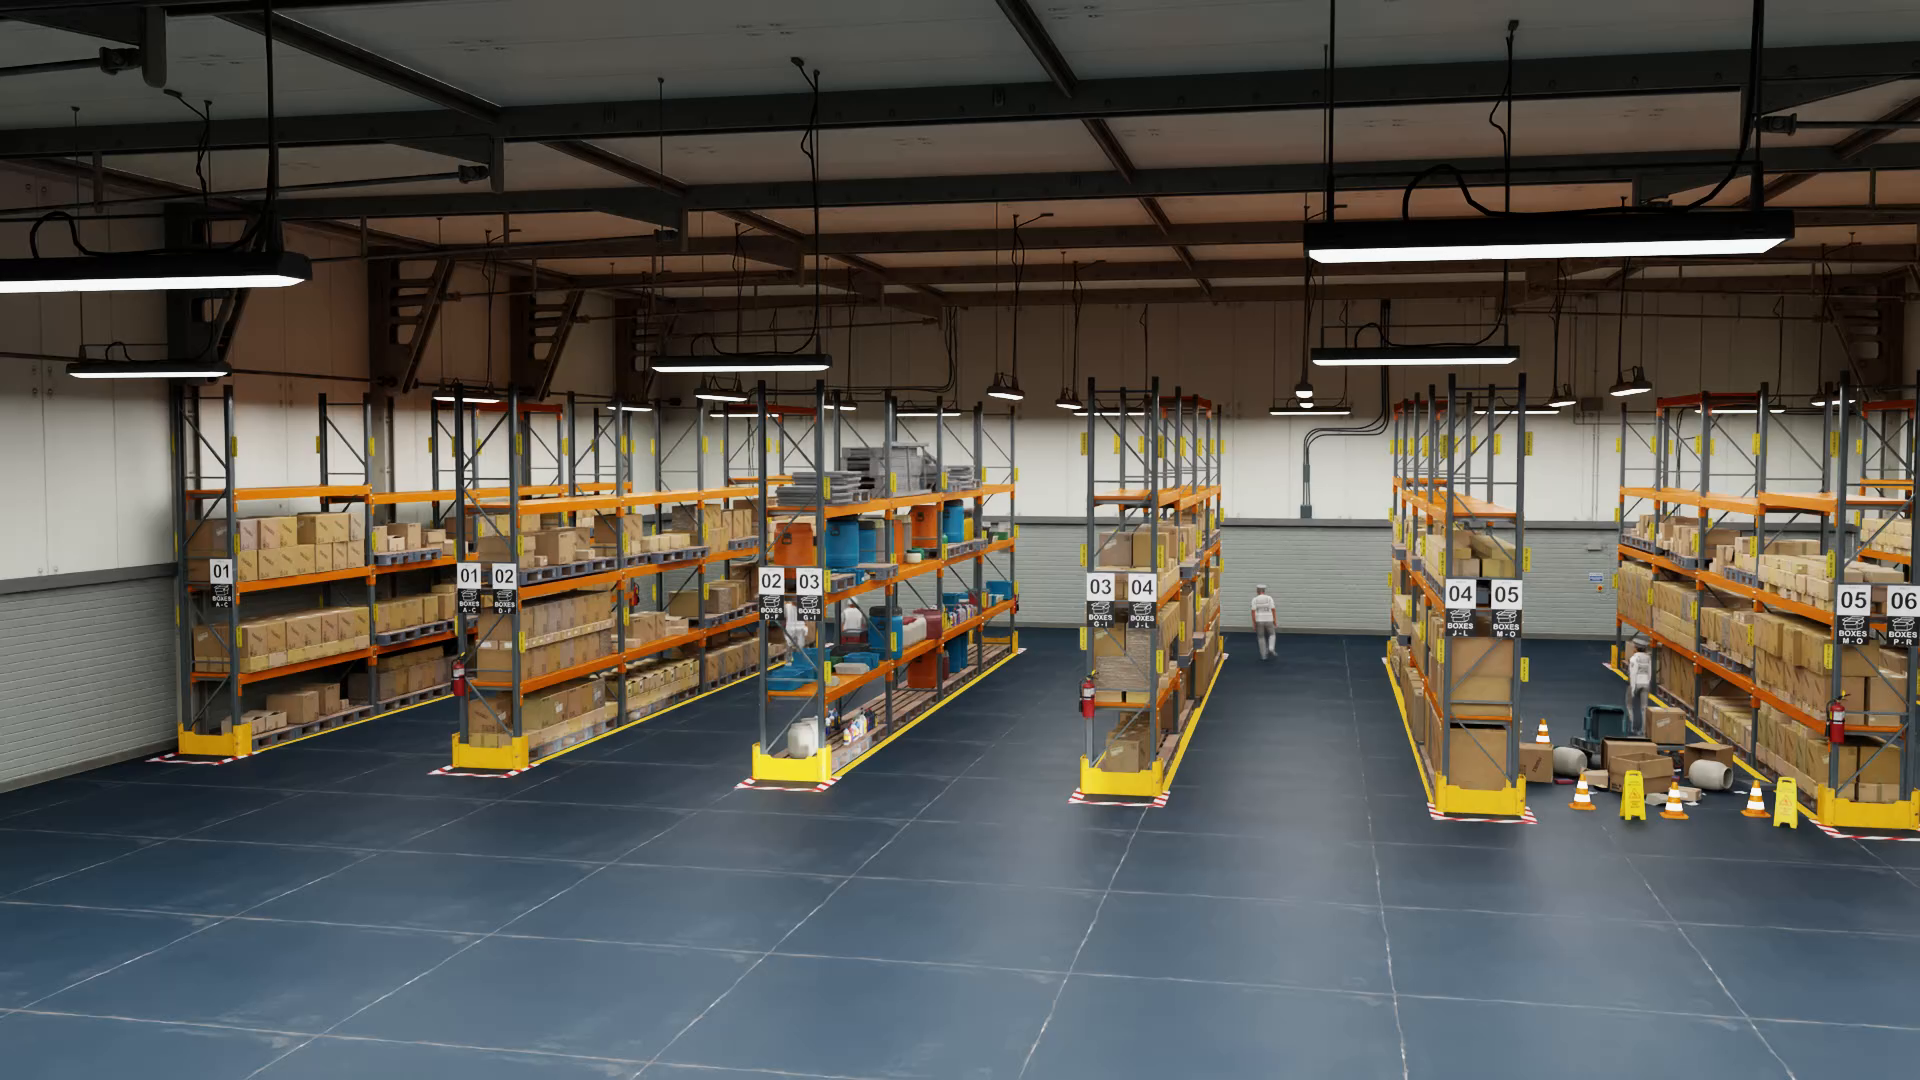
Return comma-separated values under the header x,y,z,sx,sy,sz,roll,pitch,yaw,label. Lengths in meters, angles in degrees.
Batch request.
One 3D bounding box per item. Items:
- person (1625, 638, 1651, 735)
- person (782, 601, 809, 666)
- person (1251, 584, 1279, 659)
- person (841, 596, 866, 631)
x,y,z,sx,sy,sz,roll,pitch,yaw,label
11.803,2.570,28.856,0.467,1.714,0.667,0,3,-1,person
-3.504,1.925,35.510,0.572,1.691,0.712,-1,3,-9,person
7.163,1.930,39.029,0.660,1.761,0.482,1,3,10,person
-2.210,2.010,34.033,0.590,1.751,0.562,0,3,-8,person
